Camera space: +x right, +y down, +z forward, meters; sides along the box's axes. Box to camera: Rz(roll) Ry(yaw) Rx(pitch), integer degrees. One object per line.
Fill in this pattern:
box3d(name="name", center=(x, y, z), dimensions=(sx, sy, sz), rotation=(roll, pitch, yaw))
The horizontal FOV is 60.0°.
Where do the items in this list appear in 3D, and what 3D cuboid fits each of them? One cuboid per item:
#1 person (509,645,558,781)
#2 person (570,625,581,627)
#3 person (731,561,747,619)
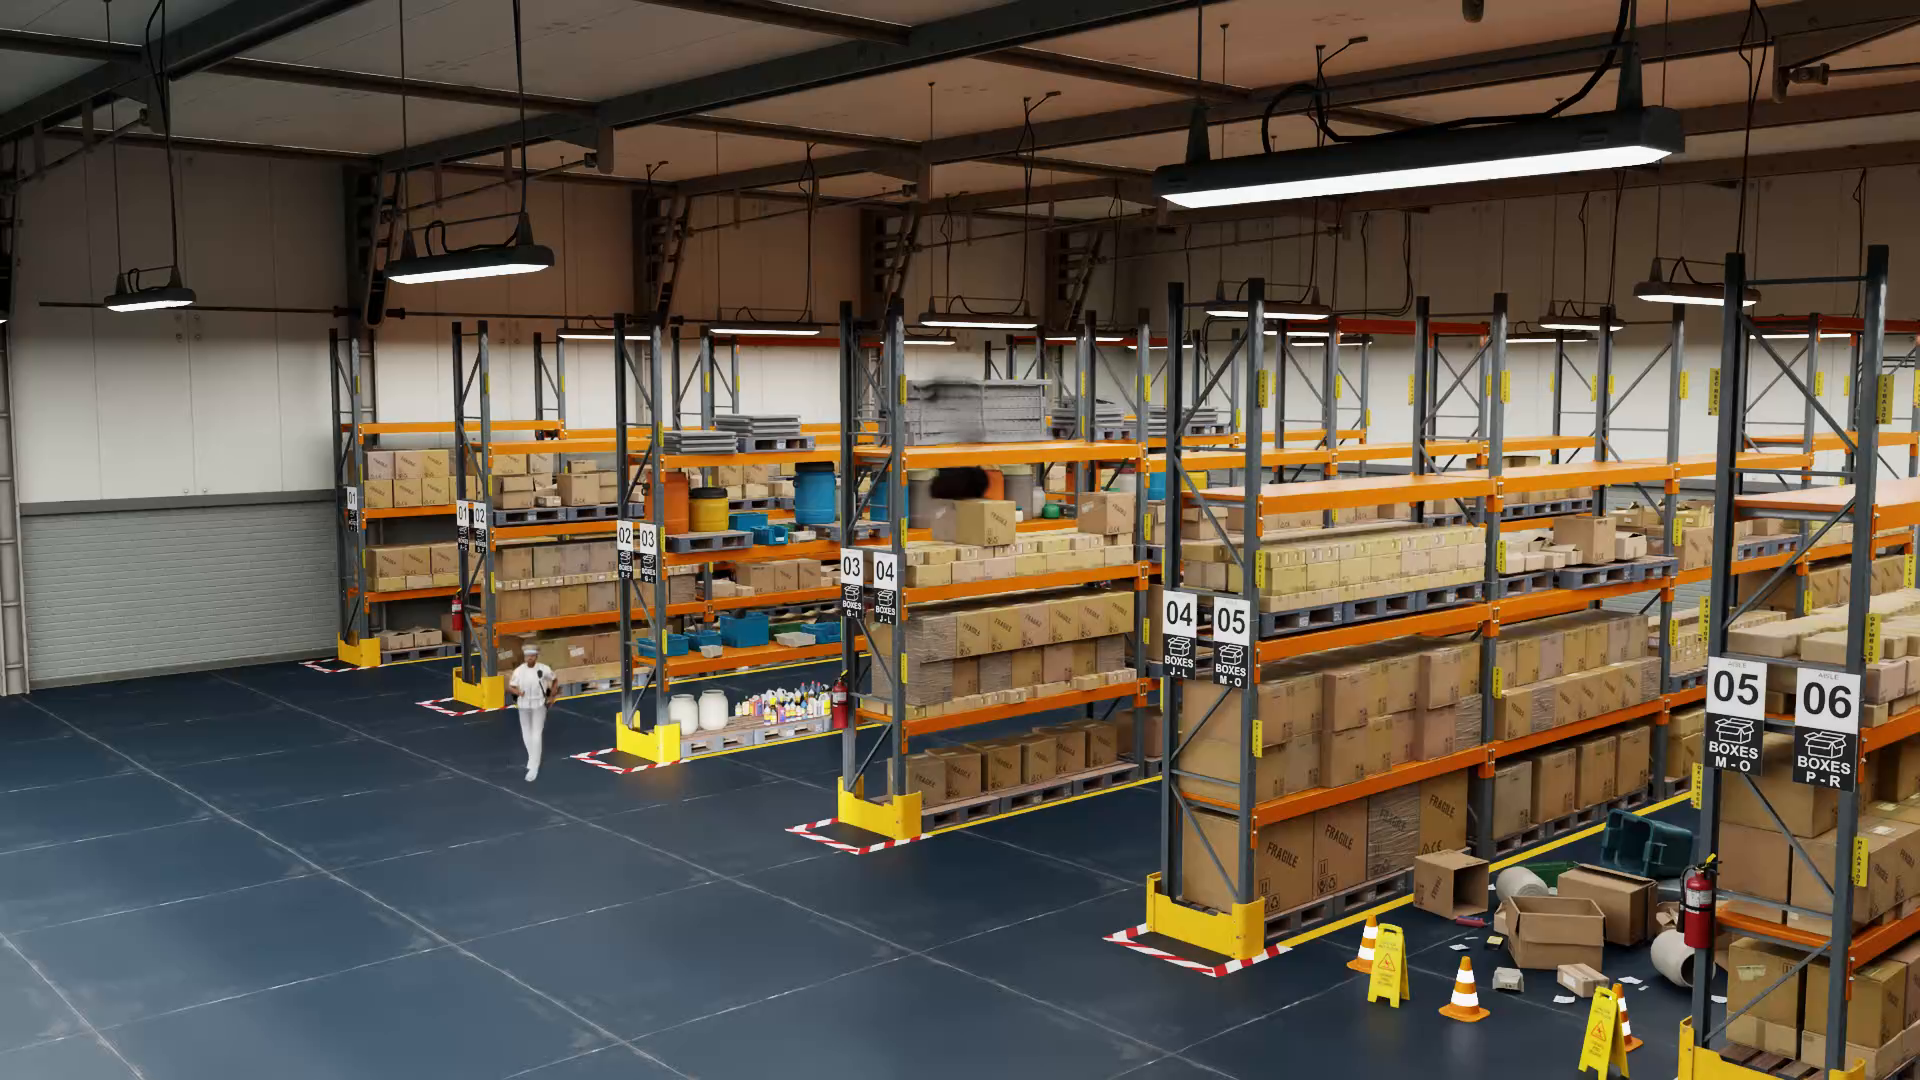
box3d(name="person", center=(-5.520, 2.183, 21.477), dimensions=(0.582, 1.712, 0.824), rotation=(0, 6, 0))
box3d(name="person", center=(-6.705, 1.433, 29.089), dimensions=(0.714, 1.733, 0.791), rotation=(6, 8, 44))
box3d(name="person", center=(-4.168, 1.240, 31.590), dimensions=(0.767, 1.703, 0.524), rotation=(-4, 7, -35))
